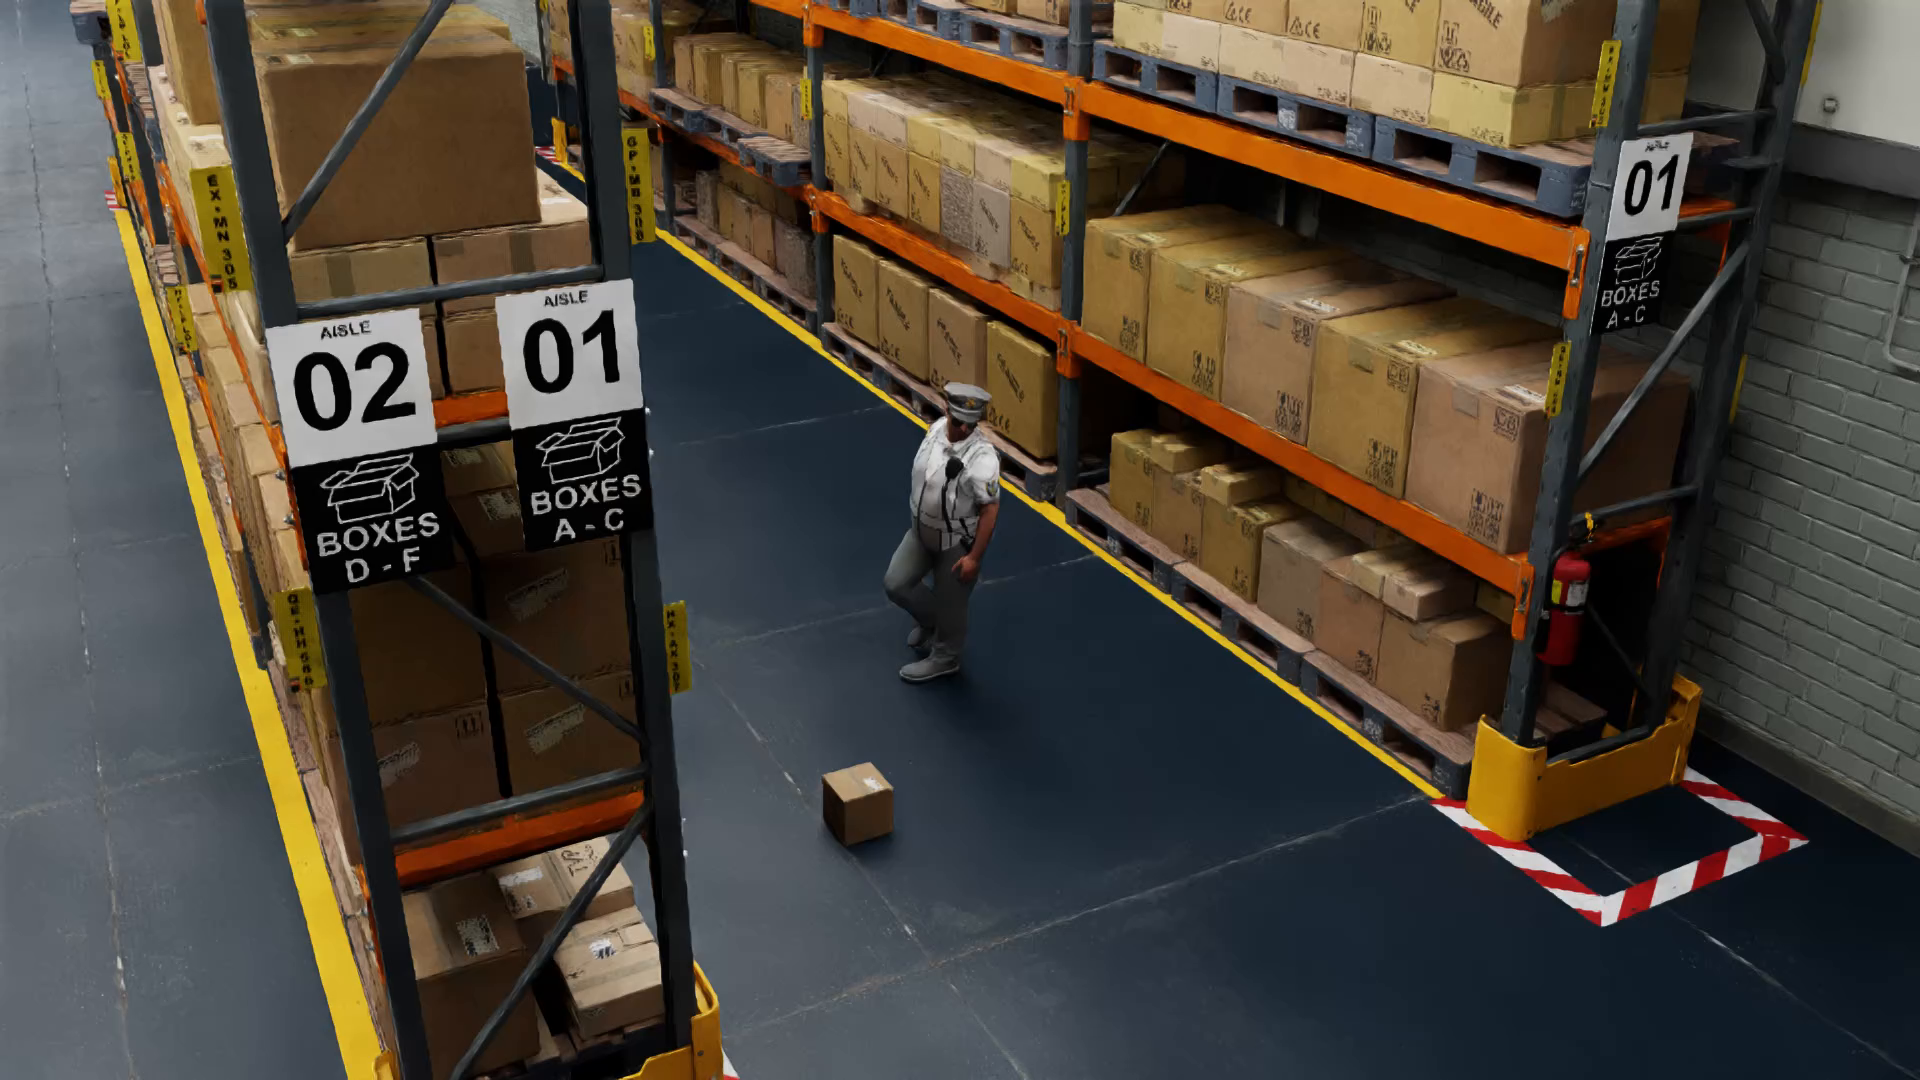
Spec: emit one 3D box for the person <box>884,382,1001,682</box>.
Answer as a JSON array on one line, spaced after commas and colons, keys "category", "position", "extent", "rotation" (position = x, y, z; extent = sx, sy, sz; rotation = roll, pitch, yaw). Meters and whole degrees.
[{"category": "person", "position": [-0.116, -0.022, 8.642], "extent": [0.471, 1.741, 0.747], "rotation": [-17, 30, -32]}]
